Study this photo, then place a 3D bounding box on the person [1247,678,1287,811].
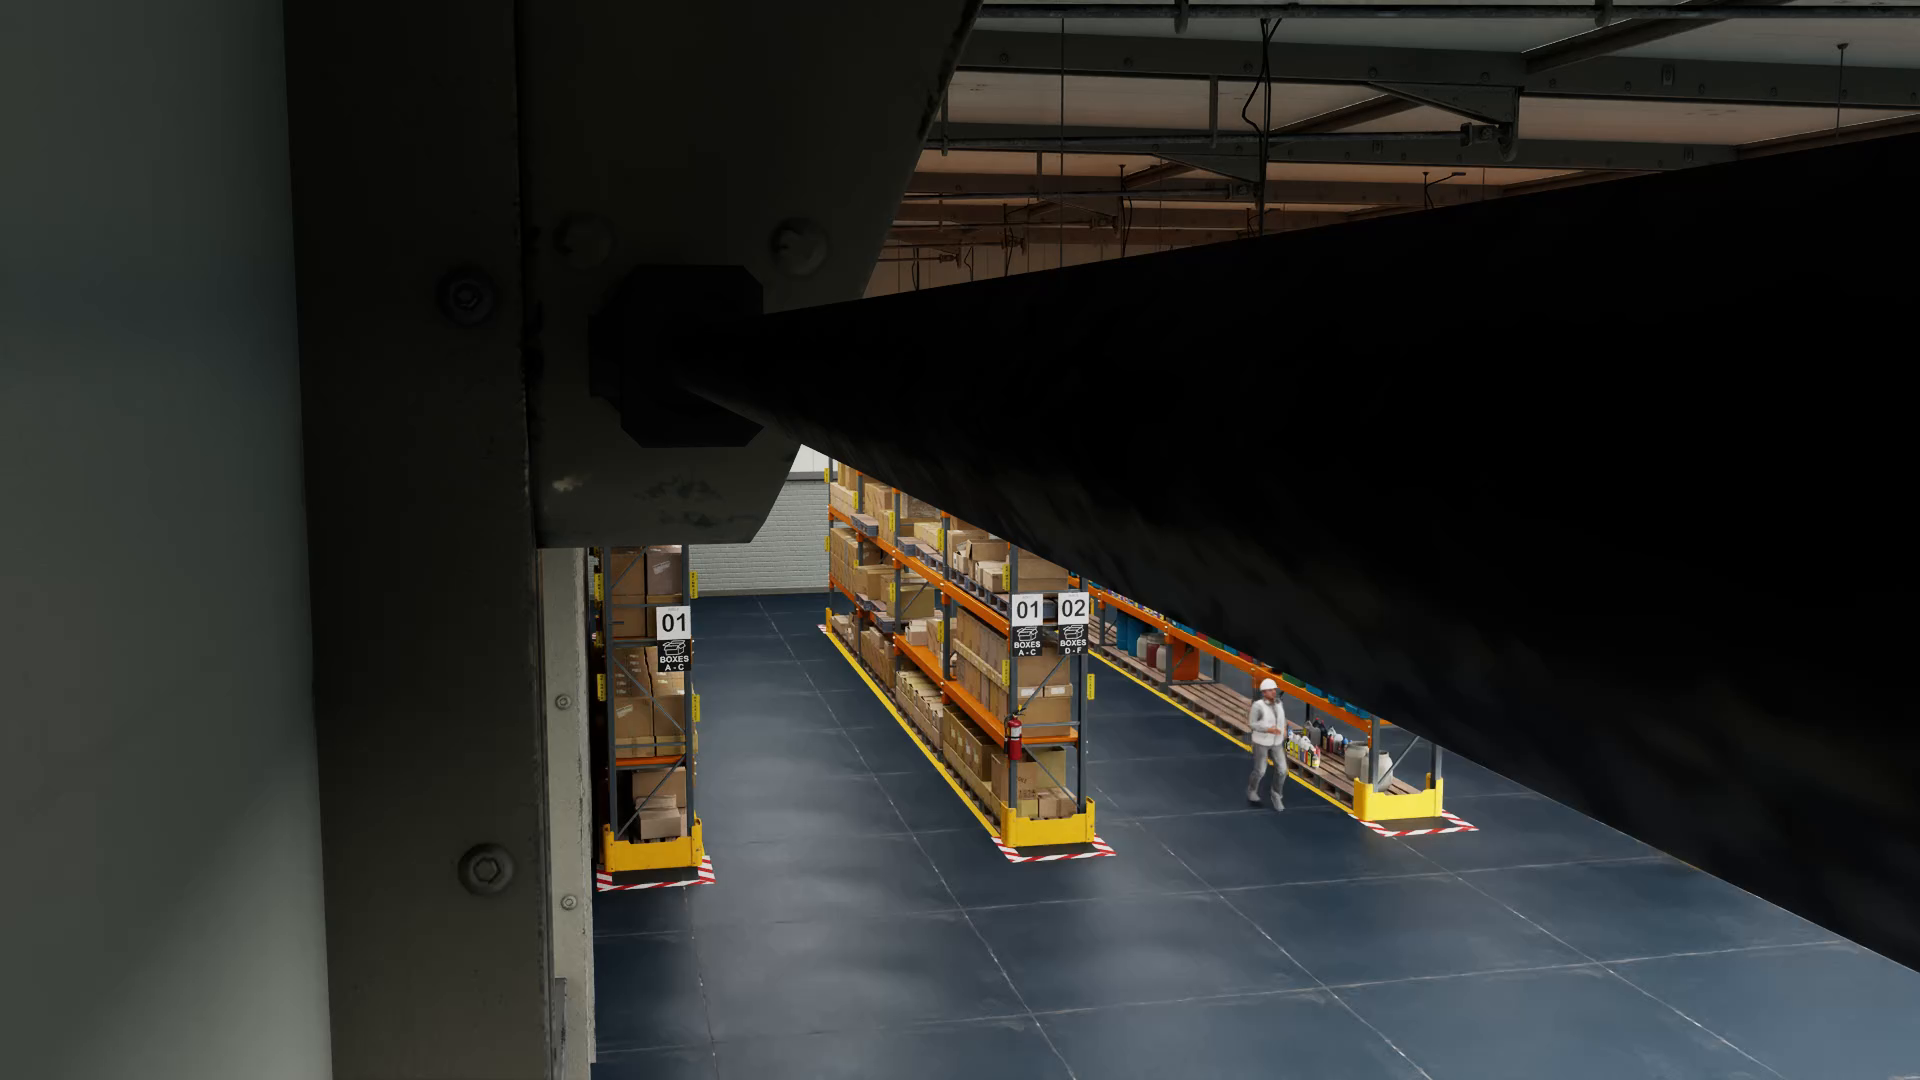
[{"bbox_3d":[4.201,2.794,22.610,0.675,1.850,0.739,-3,7,-22],"label":"person"}]
